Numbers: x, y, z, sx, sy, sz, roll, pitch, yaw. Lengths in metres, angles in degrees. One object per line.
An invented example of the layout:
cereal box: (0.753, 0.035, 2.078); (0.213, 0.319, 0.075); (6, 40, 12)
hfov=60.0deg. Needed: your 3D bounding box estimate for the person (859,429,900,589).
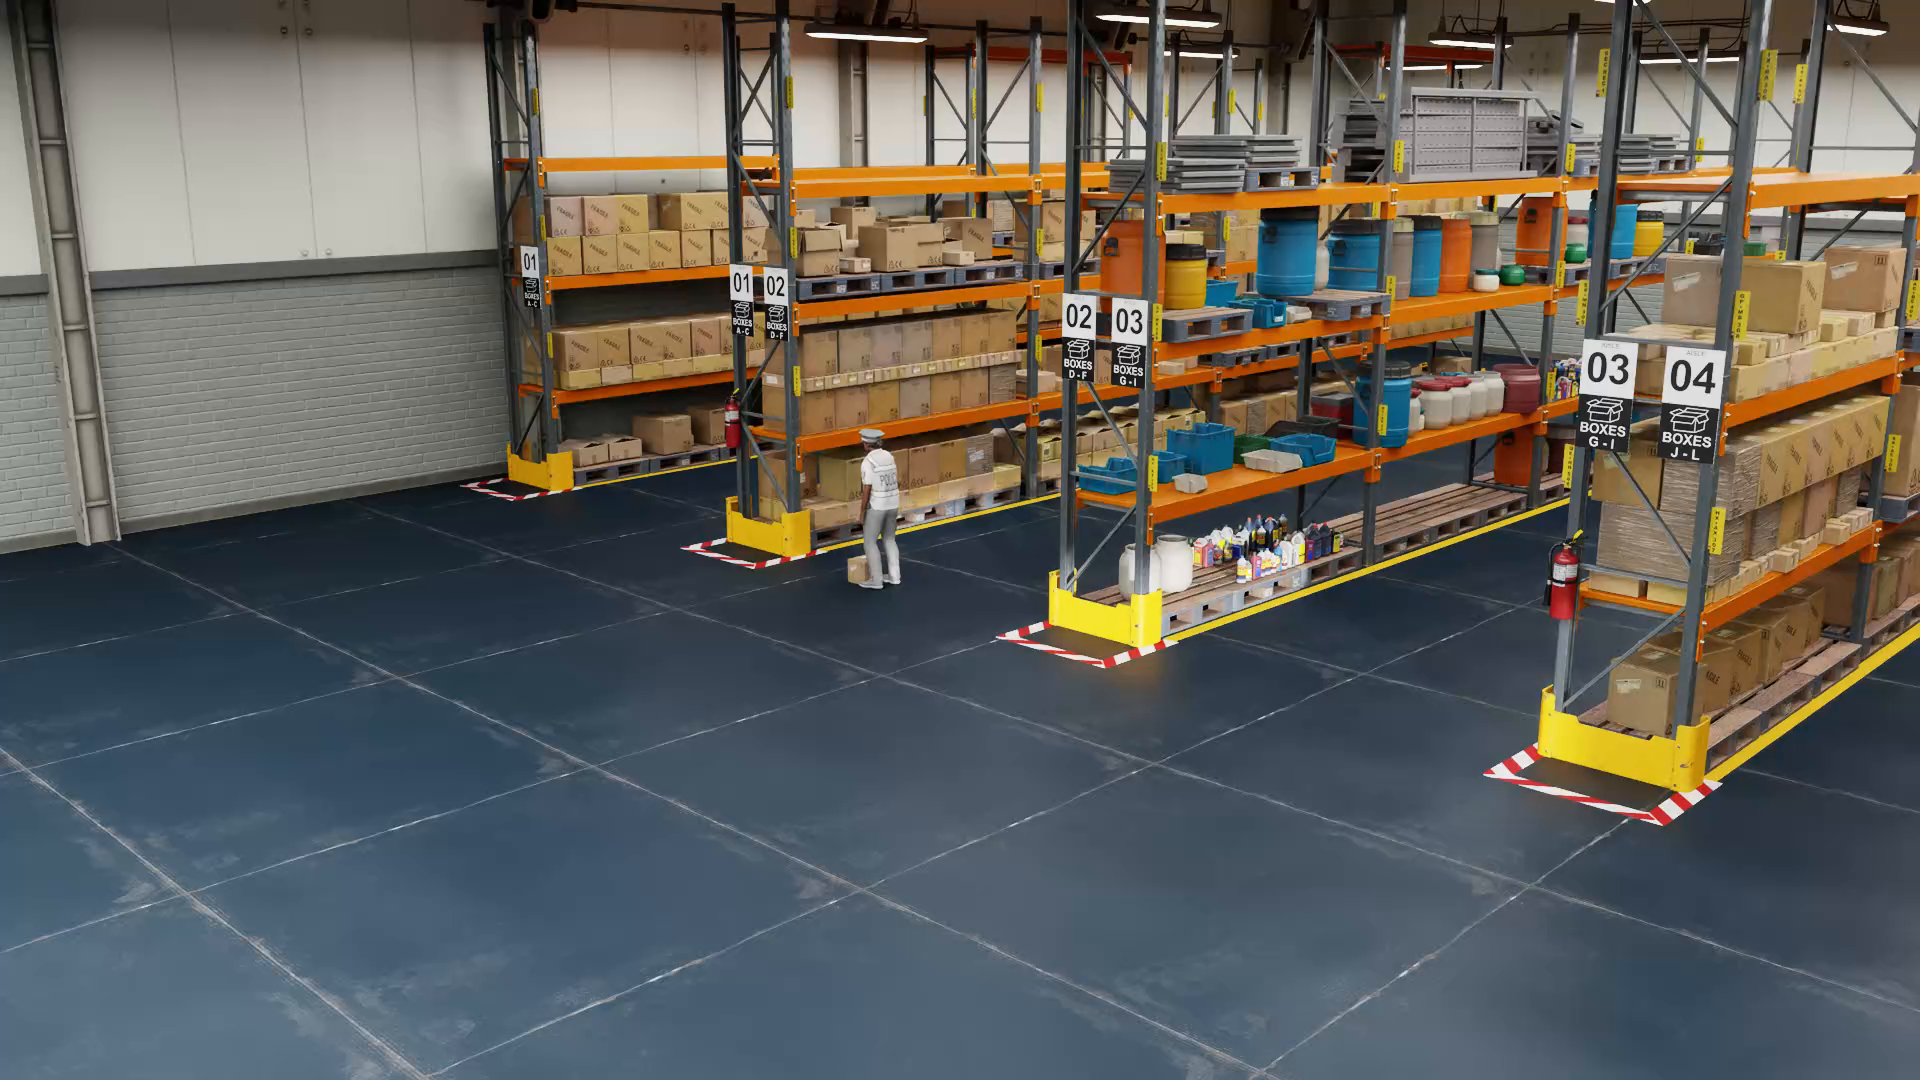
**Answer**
person: (-0.841, -0.325, 17.326); (0.400, 1.654, 0.515); (13, 19, 42)
